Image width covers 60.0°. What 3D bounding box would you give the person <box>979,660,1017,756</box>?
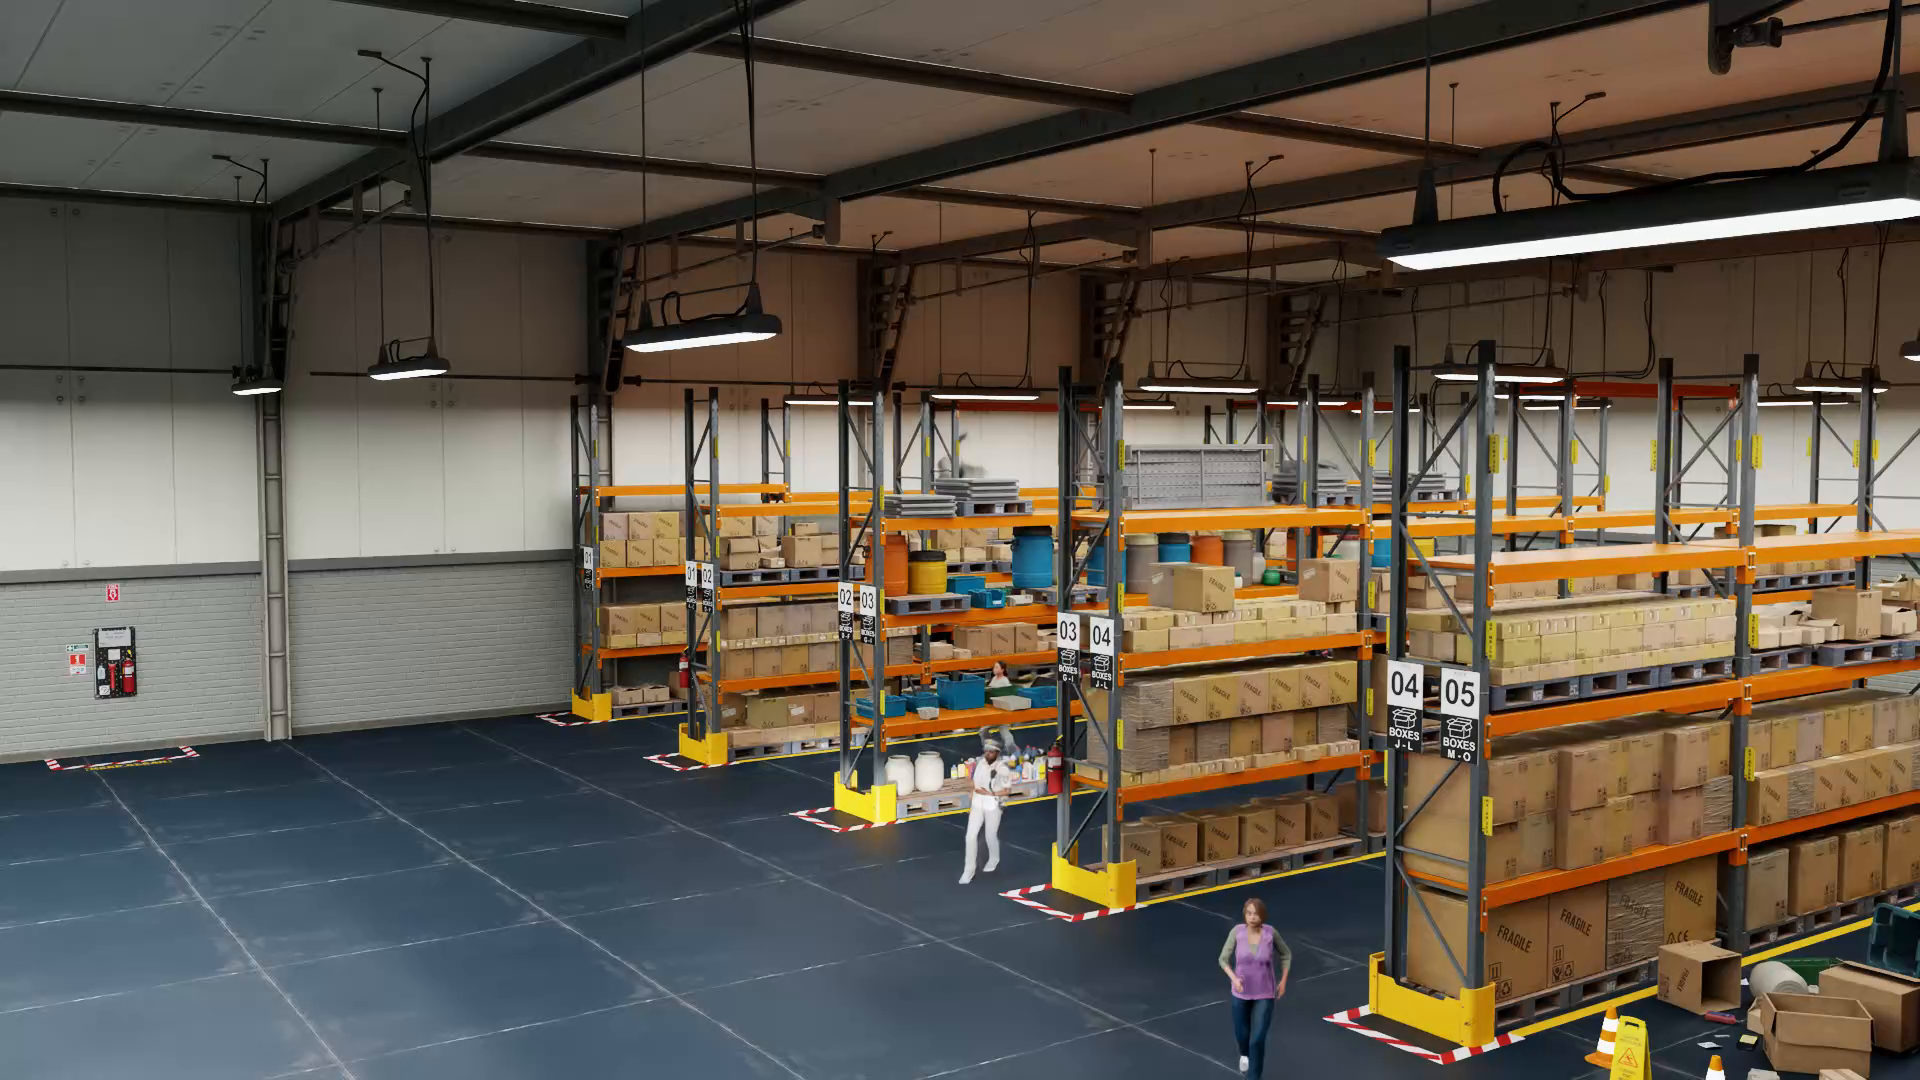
[{"bbox_3d":[0.613,2.748,26.300,0.738,1.720,0.531,-3,5,-42],"label":"person"}]

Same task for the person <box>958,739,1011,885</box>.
[{"bbox_3d":[0.384,3.170,19.517,0.573,1.745,0.774,2,4,28],"label":"person"}]

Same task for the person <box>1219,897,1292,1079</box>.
[{"bbox_3d":[2.321,3.587,13.083,0.564,1.607,0.742,1,4,14],"label":"person"}]
